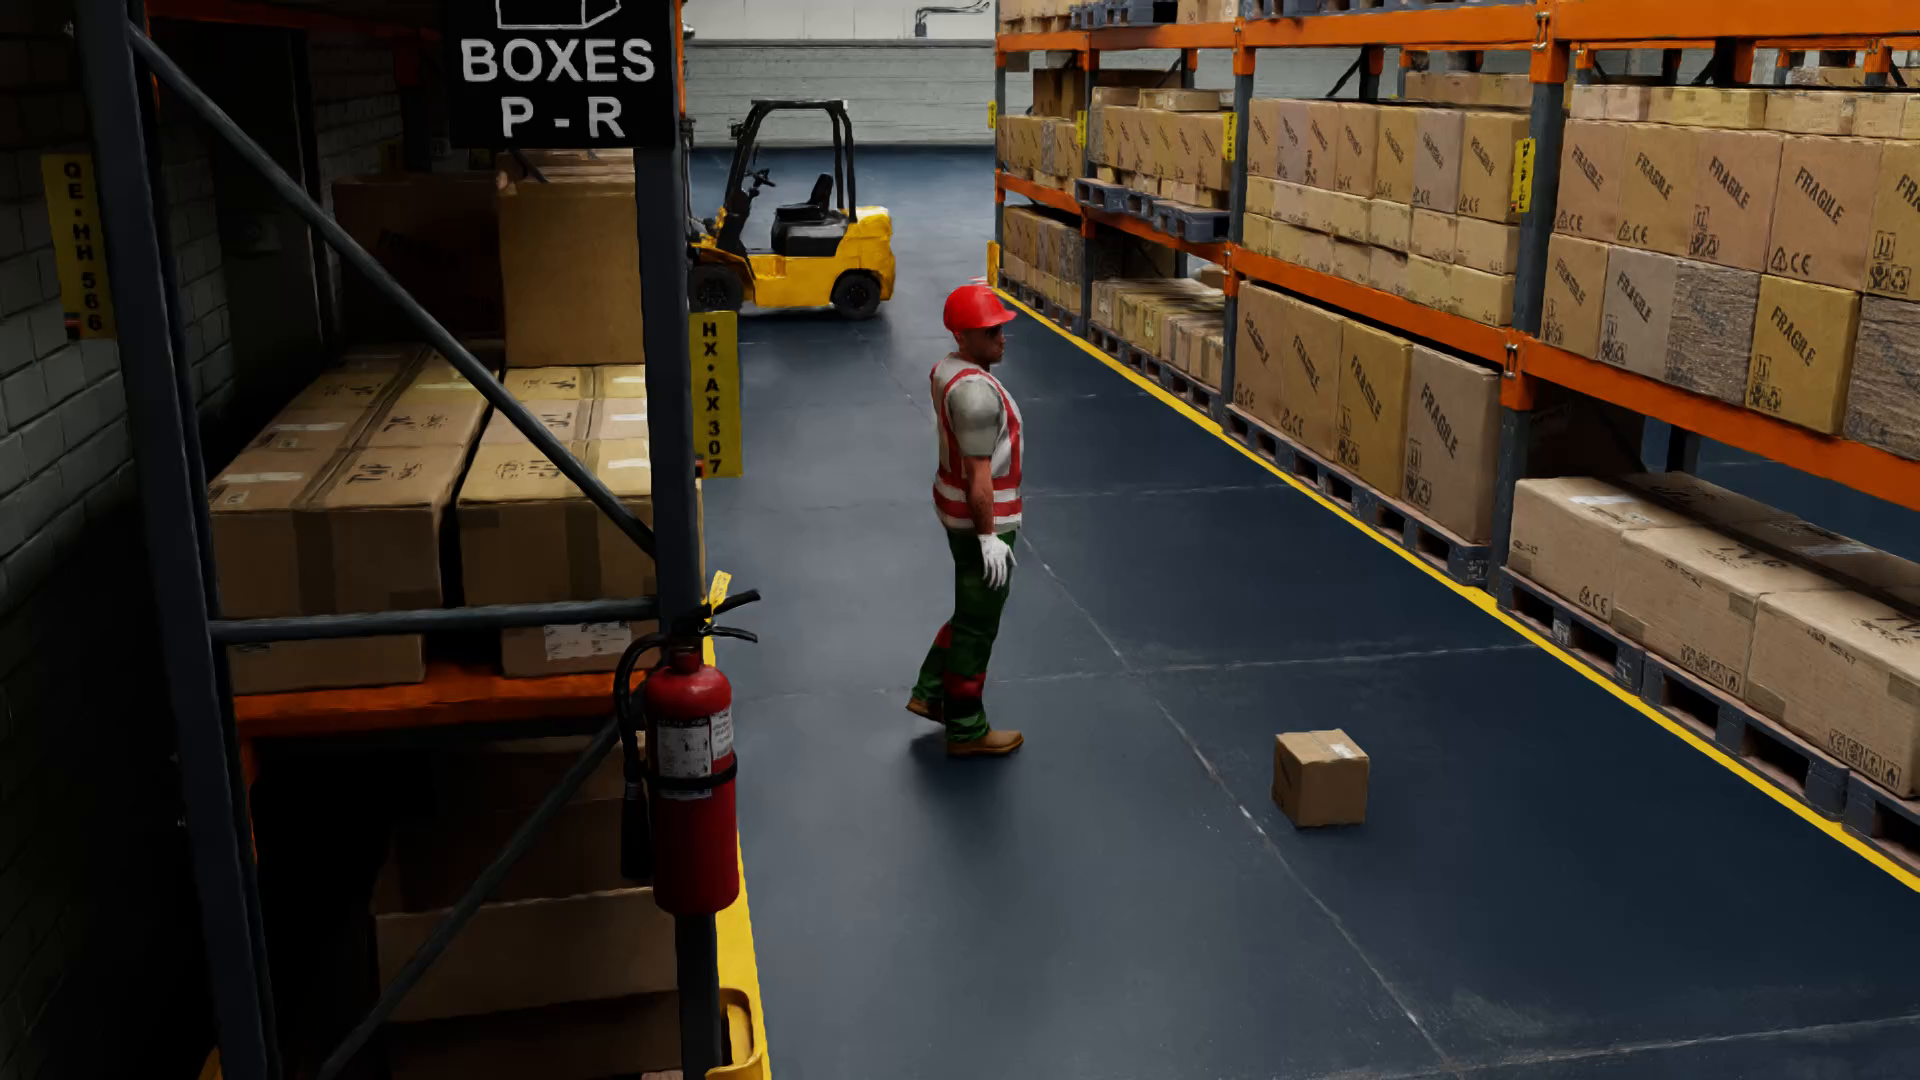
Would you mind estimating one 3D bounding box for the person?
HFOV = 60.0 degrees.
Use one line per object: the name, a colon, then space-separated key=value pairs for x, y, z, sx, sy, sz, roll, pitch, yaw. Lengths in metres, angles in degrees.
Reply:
person: x=0.022 y=-0.061 z=6.149 sx=0.442 sy=1.786 sz=0.578 roll=-3 pitch=16 yaw=-10
